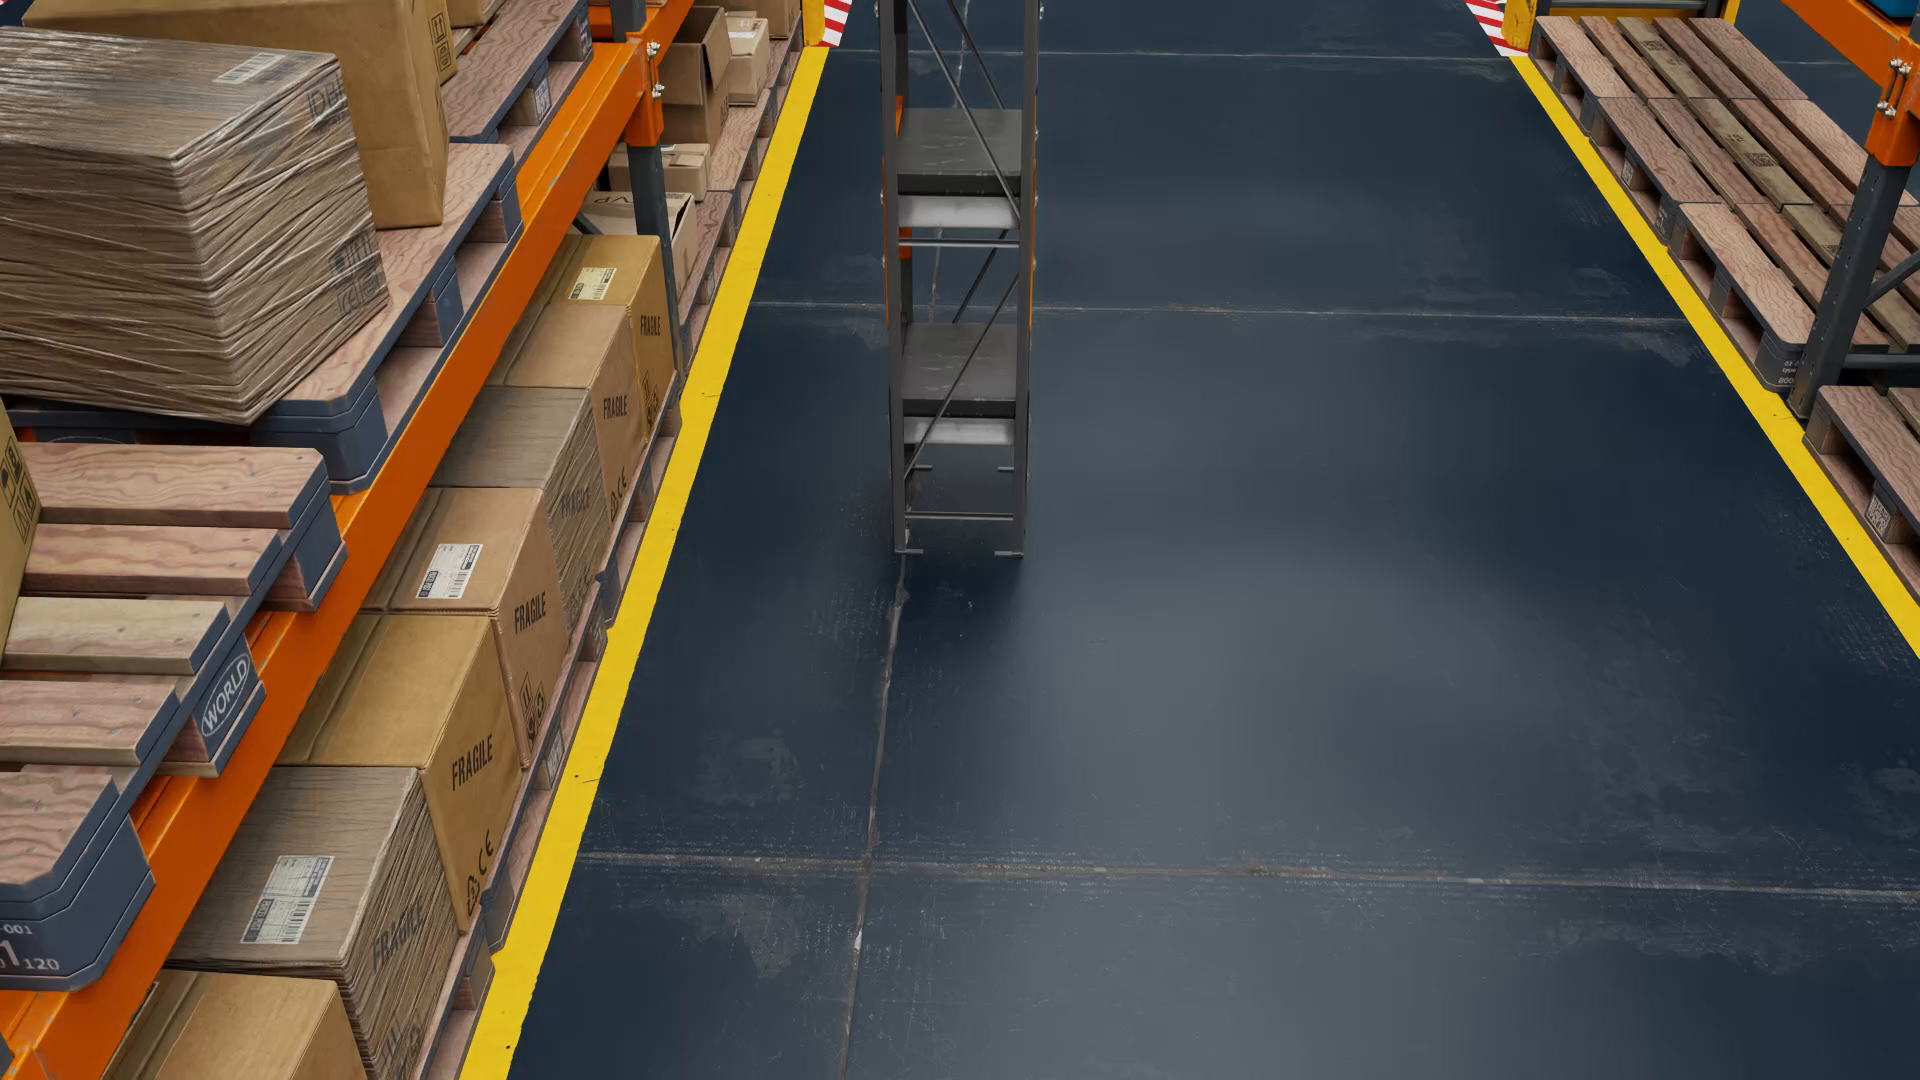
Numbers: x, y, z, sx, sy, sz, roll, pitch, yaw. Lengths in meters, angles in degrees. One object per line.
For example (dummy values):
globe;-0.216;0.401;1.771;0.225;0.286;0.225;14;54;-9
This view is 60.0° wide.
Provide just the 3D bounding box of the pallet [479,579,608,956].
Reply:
pallet;-1.543;0.528;4.315;1.003;0.211;1.213;1;35;2

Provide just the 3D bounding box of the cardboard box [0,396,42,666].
cardboard box;-1.750;-0.063;2.279;0.700;0.500;0.500;-10;36;-14

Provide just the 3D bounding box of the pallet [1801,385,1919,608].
pallet;3.375;-0.084;5.186;1.003;0.211;1.213;1;35;2

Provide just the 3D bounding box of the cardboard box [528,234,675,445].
cardboard box;-1.235;-0.651;5.359;0.500;0.500;0.500;1;35;2

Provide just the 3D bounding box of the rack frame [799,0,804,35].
rack frame;-1.341;-4.082;8.450;1.000;3.000;0.127;1;35;2

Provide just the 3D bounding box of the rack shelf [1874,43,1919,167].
rack shelf;3.367;-0.224;3.586;1.077;0.370;4.000;1;35;2

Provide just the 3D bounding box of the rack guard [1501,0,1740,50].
rack guard;3.596;-2.957;9.023;1.175;0.500;0.348;1;35;2

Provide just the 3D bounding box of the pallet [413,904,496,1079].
pallet;-1.594;1.227;3.321;1.003;0.211;1.213;1;35;2

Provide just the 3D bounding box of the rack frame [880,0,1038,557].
rack frame;-0.003;-0.814;4.582;0.400;2.100;0.015;1;35;2

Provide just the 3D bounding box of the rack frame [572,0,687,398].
rack frame;-1.502;-1.784;5.180;1.000;3.000;0.127;1;35;2

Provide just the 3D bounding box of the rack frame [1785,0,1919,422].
rack frame;3.448;-1.667;5.014;1.000;3.000;0.127;1;35;2

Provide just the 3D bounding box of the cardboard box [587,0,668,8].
cardboard box;-1.209;-2.111;5.559;0.500;0.500;0.500;2;35;3

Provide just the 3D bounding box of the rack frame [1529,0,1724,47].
rack frame;3.608;-3.966;8.284;1.000;3.000;0.127;1;35;2

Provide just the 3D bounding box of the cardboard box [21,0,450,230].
cardboard box;-1.511;-0.980;3.584;0.700;0.500;0.500;-7;36;-10

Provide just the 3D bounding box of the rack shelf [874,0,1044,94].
rack shelf;0.007;-1.516;4.387;0.431;0.518;0.480;1;35;2

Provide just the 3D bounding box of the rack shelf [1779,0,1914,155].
rack shelf;3.528;-2.522;6.856;1.077;0.370;4.000;1;35;2

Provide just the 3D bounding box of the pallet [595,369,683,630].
pallet;-1.496;-0.175;5.315;1.003;0.211;1.213;1;35;2

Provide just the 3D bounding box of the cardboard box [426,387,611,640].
cardboard box;-1.284;-0.079;4.545;0.500;0.500;0.500;2;35;2

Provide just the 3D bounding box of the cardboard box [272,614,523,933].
cardboard box;-1.318;0.513;3.703;0.500;0.500;0.500;1;35;1

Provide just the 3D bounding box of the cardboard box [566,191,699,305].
cardboard box;-1.269;-1.100;6.162;0.500;0.311;0.500;1;35;2

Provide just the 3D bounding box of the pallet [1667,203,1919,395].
pallet;3.438;-0.950;6.418;1.003;0.211;1.213;1;35;2

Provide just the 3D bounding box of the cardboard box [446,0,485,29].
cardboard box;-1.744;-1.730;4.650;0.700;0.500;0.500;-10;36;-14

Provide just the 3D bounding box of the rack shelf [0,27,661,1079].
rack shelf;-1.582;-0.341;3.752;1.077;0.370;4.000;1;35;2

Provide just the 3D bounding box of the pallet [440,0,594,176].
pallet;-1.643;-1.249;4.585;1.003;0.211;1.213;1;35;2

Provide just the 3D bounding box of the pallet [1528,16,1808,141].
pallet;3.536;-2.352;8.413;1.003;0.211;1.213;1;35;2

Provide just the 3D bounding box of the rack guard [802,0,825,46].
rack guard;-1.344;-3.016;9.106;1.175;0.500;0.348;1;35;2

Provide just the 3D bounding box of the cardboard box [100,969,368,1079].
cardboard box;-1.358;1.102;2.865;0.500;0.500;0.500;3;35;4

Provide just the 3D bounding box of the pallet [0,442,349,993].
pallet;-1.705;0.202;2.521;1.213;0.211;1.003;1;35;2

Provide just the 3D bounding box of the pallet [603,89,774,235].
pallet;-1.427;-1.740;7.543;1.003;0.211;1.213;1;35;2

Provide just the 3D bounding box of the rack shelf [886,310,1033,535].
rack shelf;0.007;-0.370;5.192;0.431;0.518;0.480;1;35;2

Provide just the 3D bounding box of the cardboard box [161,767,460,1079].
cardboard box;-1.343;0.801;3.293;0.500;0.500;0.500;0;35;0

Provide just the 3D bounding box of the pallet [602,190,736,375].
pallet;-1.473;-1.038;6.543;1.003;0.211;1.213;1;35;2

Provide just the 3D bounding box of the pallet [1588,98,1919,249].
pallet;3.485;-1.653;7.418;1.003;0.211;1.213;1;35;2

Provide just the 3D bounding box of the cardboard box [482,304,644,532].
cardboard box;-1.263;-0.367;4.955;0.500;0.500;0.500;1;35;2

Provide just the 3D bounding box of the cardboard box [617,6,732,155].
cardboard box;-1.431;-2.022;7.307;0.797;0.503;0.637;1;35;2

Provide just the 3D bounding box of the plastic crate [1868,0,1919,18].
plastic crate;3.126;-1.962;5.394;0.392;0.384;0.575;1;35;2

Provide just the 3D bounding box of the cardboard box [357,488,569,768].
cardboard box;-1.302;0.213;4.130;0.500;0.500;0.500;0;35;0

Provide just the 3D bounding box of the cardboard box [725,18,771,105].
cardboard box;-1.185;-2.274;7.886;0.500;0.250;0.500;1;35;2

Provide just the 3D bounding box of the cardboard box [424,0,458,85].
cardboard box;-1.708;-1.333;4.086;0.700;0.500;0.500;7;36;9

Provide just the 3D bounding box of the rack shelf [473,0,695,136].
rack shelf;-1.421;-2.639;7.022;1.077;0.370;4.000;1;35;2

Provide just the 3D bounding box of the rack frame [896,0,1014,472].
rack frame;0.016;-1.094;4.981;0.400;2.100;0.015;1;35;2

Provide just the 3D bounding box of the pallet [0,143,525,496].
pallet;-1.589;-0.525;3.555;1.003;0.211;1.213;1;35;2

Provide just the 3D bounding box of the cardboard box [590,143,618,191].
cardboard box;-1.732;-1.629;6.915;0.500;0.311;0.500;1;35;2

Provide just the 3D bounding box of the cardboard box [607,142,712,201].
cardboard box;-1.244;-1.538;6.911;0.380;0.166;0.250;1;35;2

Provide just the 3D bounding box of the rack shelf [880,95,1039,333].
rack shelf;0.007;-0.943;4.789;0.431;0.518;0.480;1;35;2

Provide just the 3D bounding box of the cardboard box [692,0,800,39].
cardboard box;-1.117;-2.921;8.589;0.500;0.500;0.500;1;35;2

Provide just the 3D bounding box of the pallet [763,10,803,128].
pallet;-1.375;-2.439;8.538;1.003;0.211;1.213;1;35;2

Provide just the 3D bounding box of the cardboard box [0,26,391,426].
cardboard box;-1.522;-0.584;3.020;0.700;0.500;0.500;8;36;11

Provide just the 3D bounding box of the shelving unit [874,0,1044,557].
shelving unit;0.007;-0.954;4.782;0.431;2.100;0.503;1;35;2

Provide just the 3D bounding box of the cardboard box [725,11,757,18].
cardboard box;-1.223;-2.554;8.357;0.380;0.166;0.250;1;35;2
